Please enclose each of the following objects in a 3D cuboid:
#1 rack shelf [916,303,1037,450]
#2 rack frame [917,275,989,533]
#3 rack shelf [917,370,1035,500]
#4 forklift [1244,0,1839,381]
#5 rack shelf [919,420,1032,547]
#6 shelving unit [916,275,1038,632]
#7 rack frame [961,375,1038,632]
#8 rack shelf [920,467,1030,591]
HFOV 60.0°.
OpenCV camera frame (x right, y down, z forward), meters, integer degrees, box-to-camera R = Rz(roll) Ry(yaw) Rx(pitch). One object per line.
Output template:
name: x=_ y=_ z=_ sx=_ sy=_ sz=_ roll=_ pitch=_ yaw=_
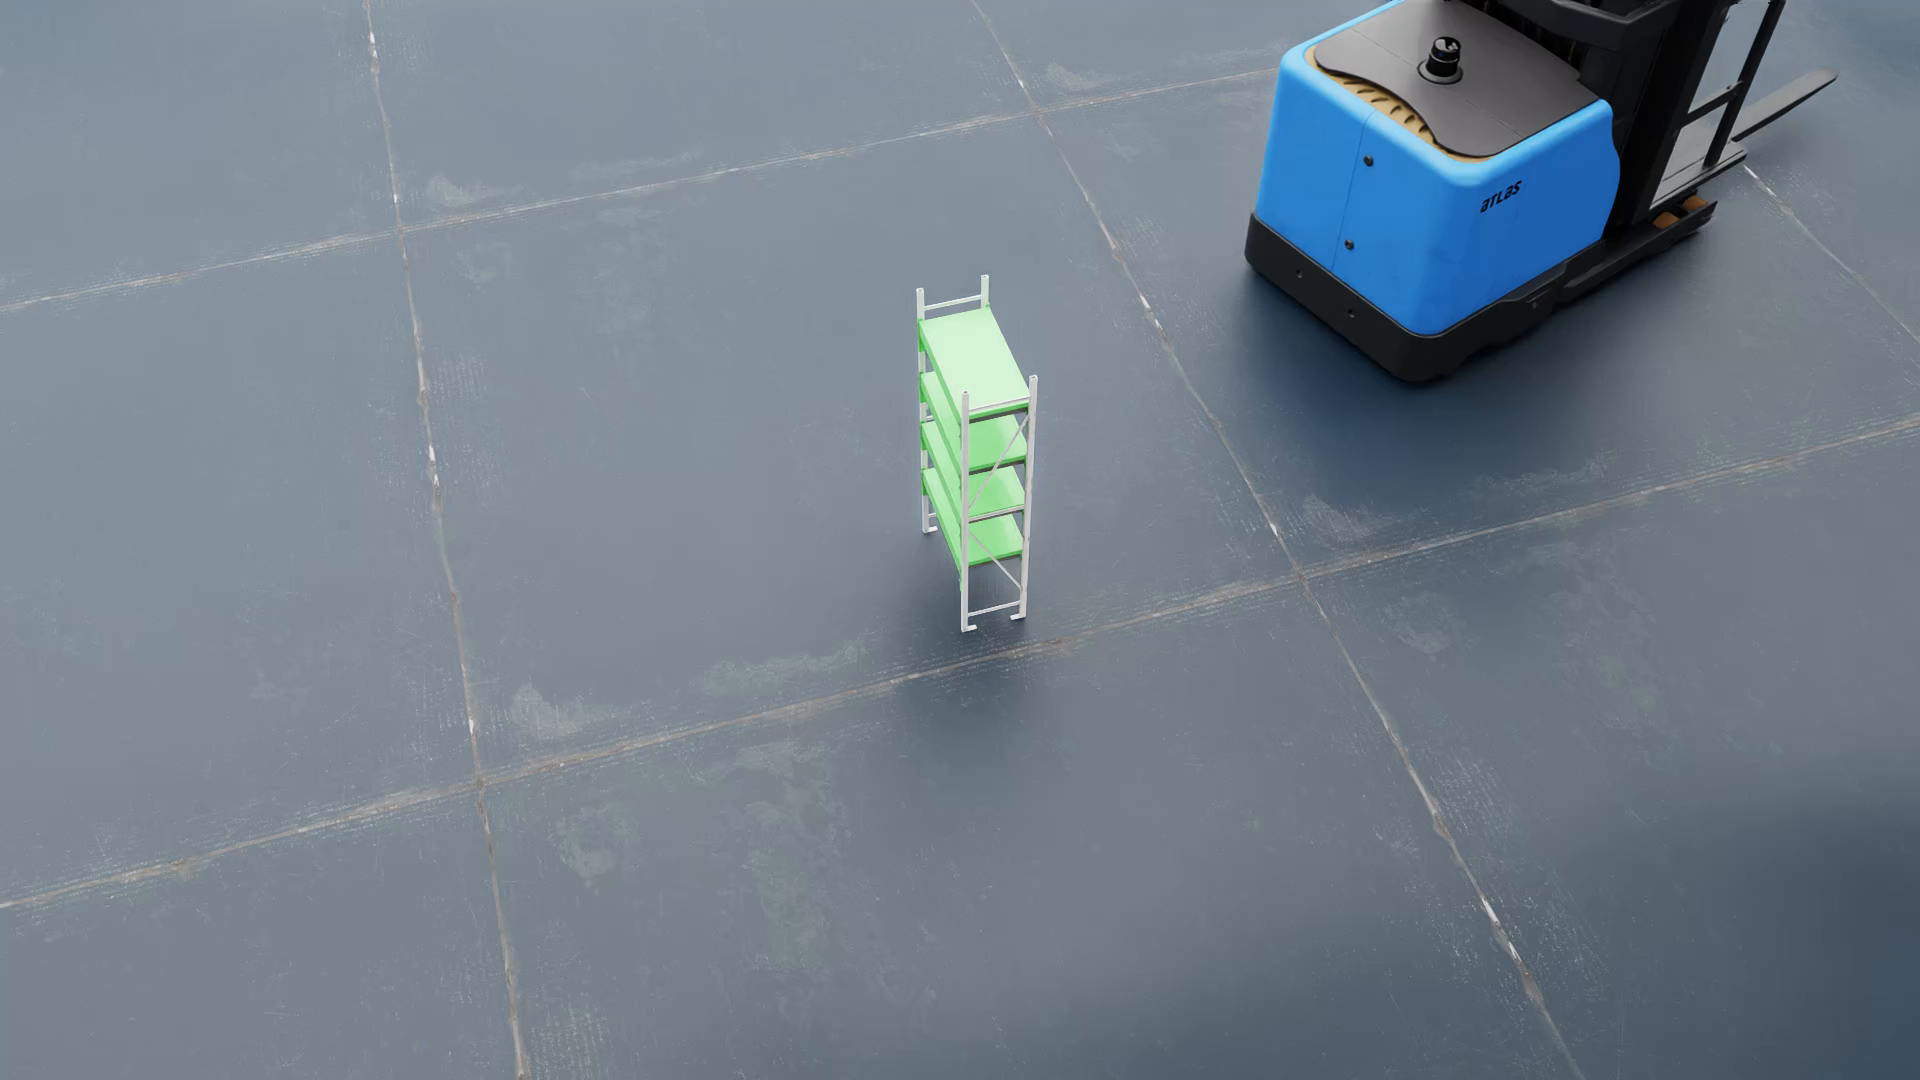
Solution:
rack shelf: x=0.049 y=-0.534 z=5.371 sx=0.258 sy=0.148 sz=0.480 roll=-13 pitch=51 yaw=-11
rack frame: x=-0.023 y=-0.444 z=5.840 sx=0.240 sy=1.200 sz=0.015 roll=-13 pitch=51 yaw=-11
rack shelf: x=0.049 y=-0.379 z=5.555 sx=0.258 sy=0.148 sz=0.480 roll=-13 pitch=51 yaw=-11
forklift: x=2.717 y=-2.515 z=6.453 sx=3.031 sy=2.935 sz=1.130 roll=-30 pitch=56 yaw=-23
rack shelf: x=0.049 y=-0.225 z=5.738 sx=0.258 sy=0.148 sz=0.480 roll=-13 pitch=51 yaw=-11
shelving unit: x=0.049 y=-0.266 z=5.689 sx=0.258 sy=1.200 sz=0.503 roll=-13 pitch=51 yaw=-11
rack frame: x=0.121 y=-0.088 z=5.539 sx=0.240 sy=1.200 sz=0.015 roll=-13 pitch=51 yaw=-11
rack shelf: x=0.049 y=-0.070 z=5.922 sx=0.258 sy=0.148 sz=0.480 roll=-13 pitch=51 yaw=-11
